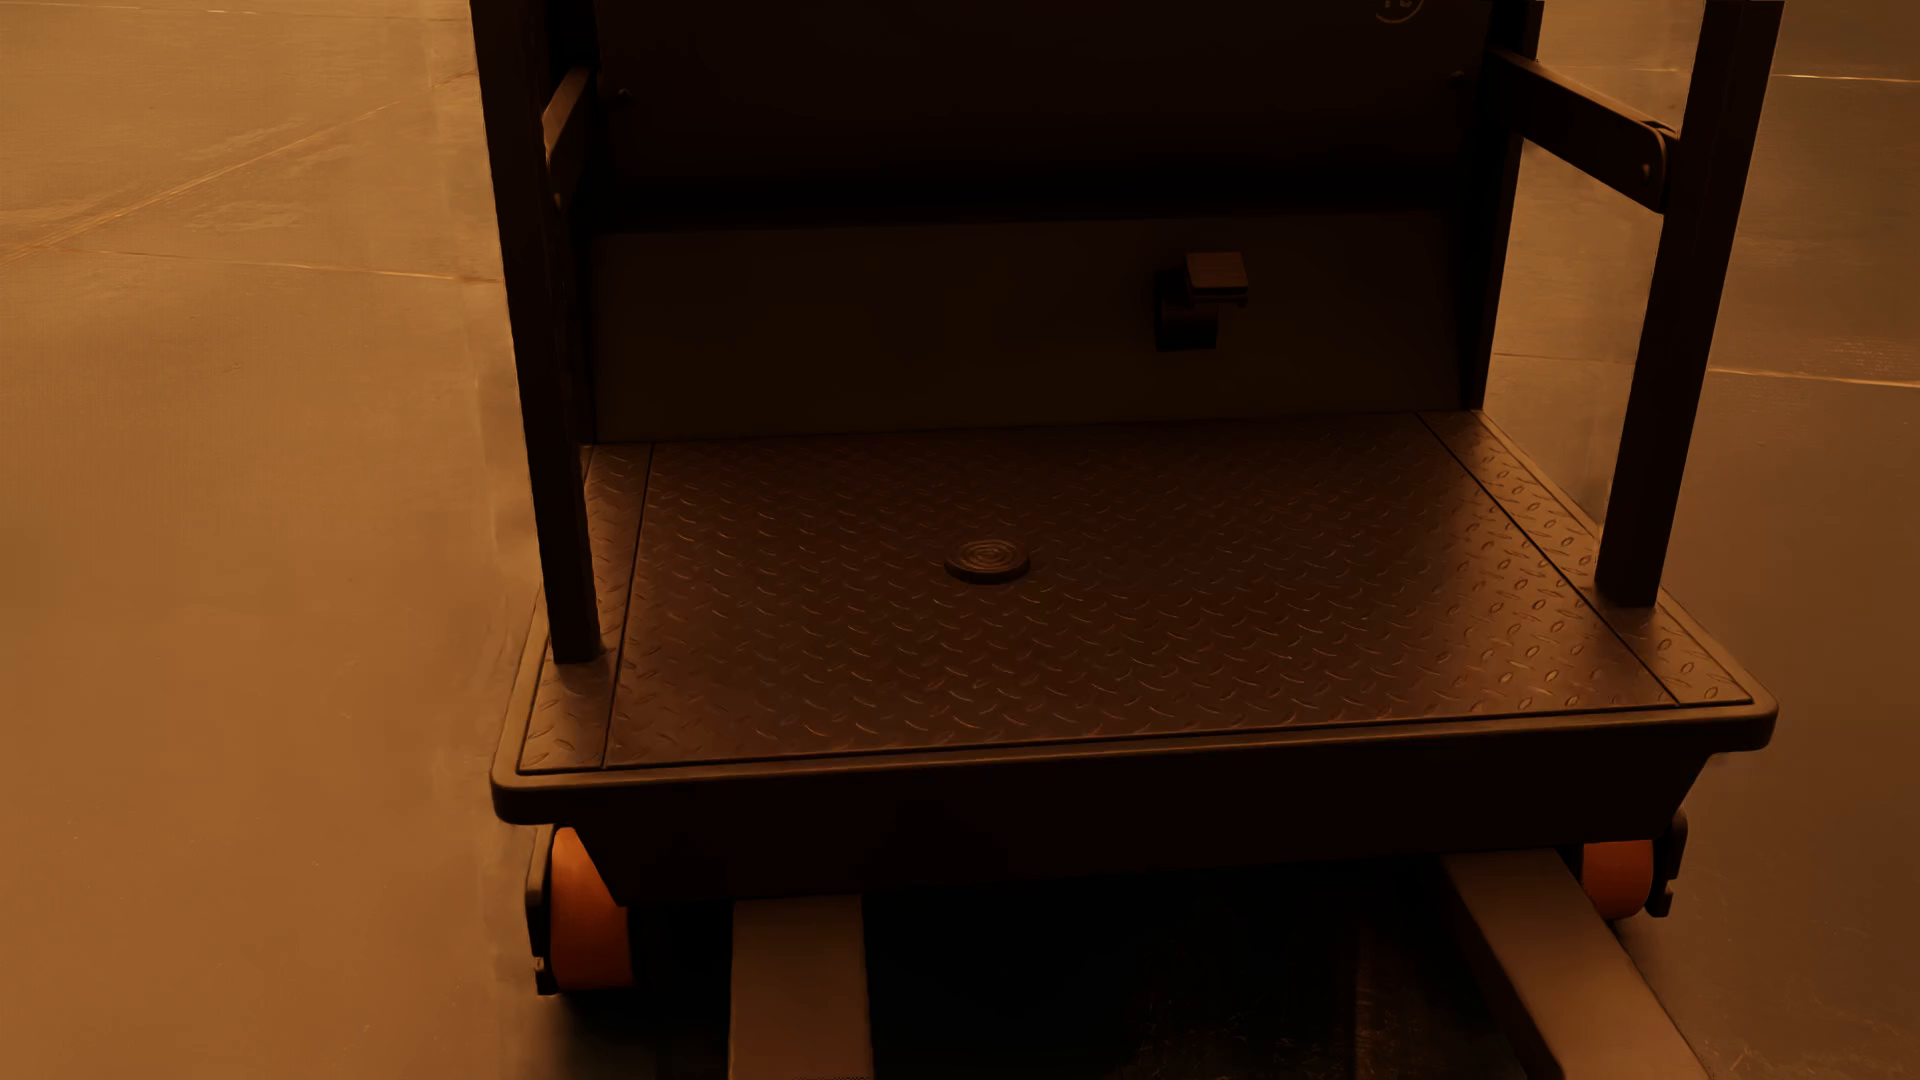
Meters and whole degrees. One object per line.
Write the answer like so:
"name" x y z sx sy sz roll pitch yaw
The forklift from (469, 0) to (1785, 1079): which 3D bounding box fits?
"forklift" 0.117 -1.030 1.288 1.130 2.935 3.031 -3 27 -5
